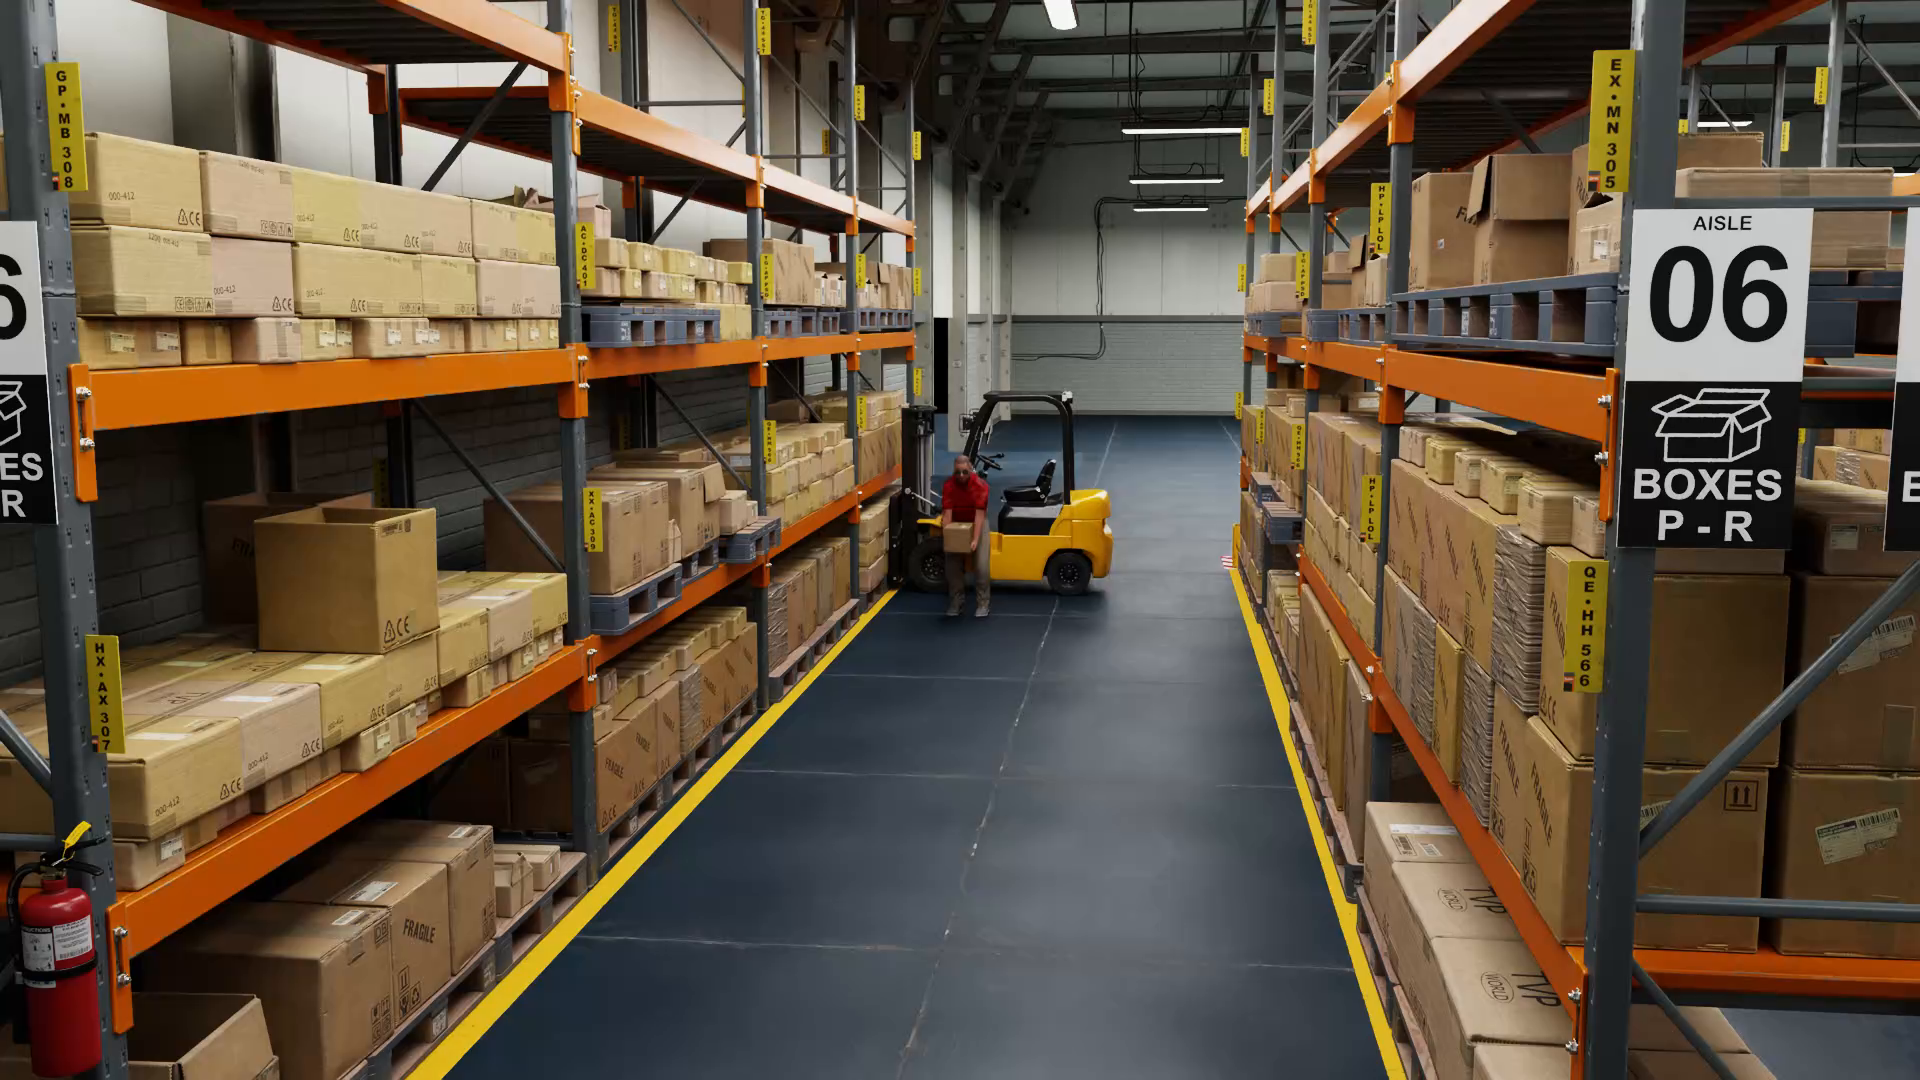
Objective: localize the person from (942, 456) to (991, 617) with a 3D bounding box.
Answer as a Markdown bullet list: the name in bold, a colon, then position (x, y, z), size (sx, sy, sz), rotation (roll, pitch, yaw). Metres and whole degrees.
- **person**: position (0.068, -0.041, 16.563), size (0.482, 1.632, 0.625), rotation (2, 8, 15)
